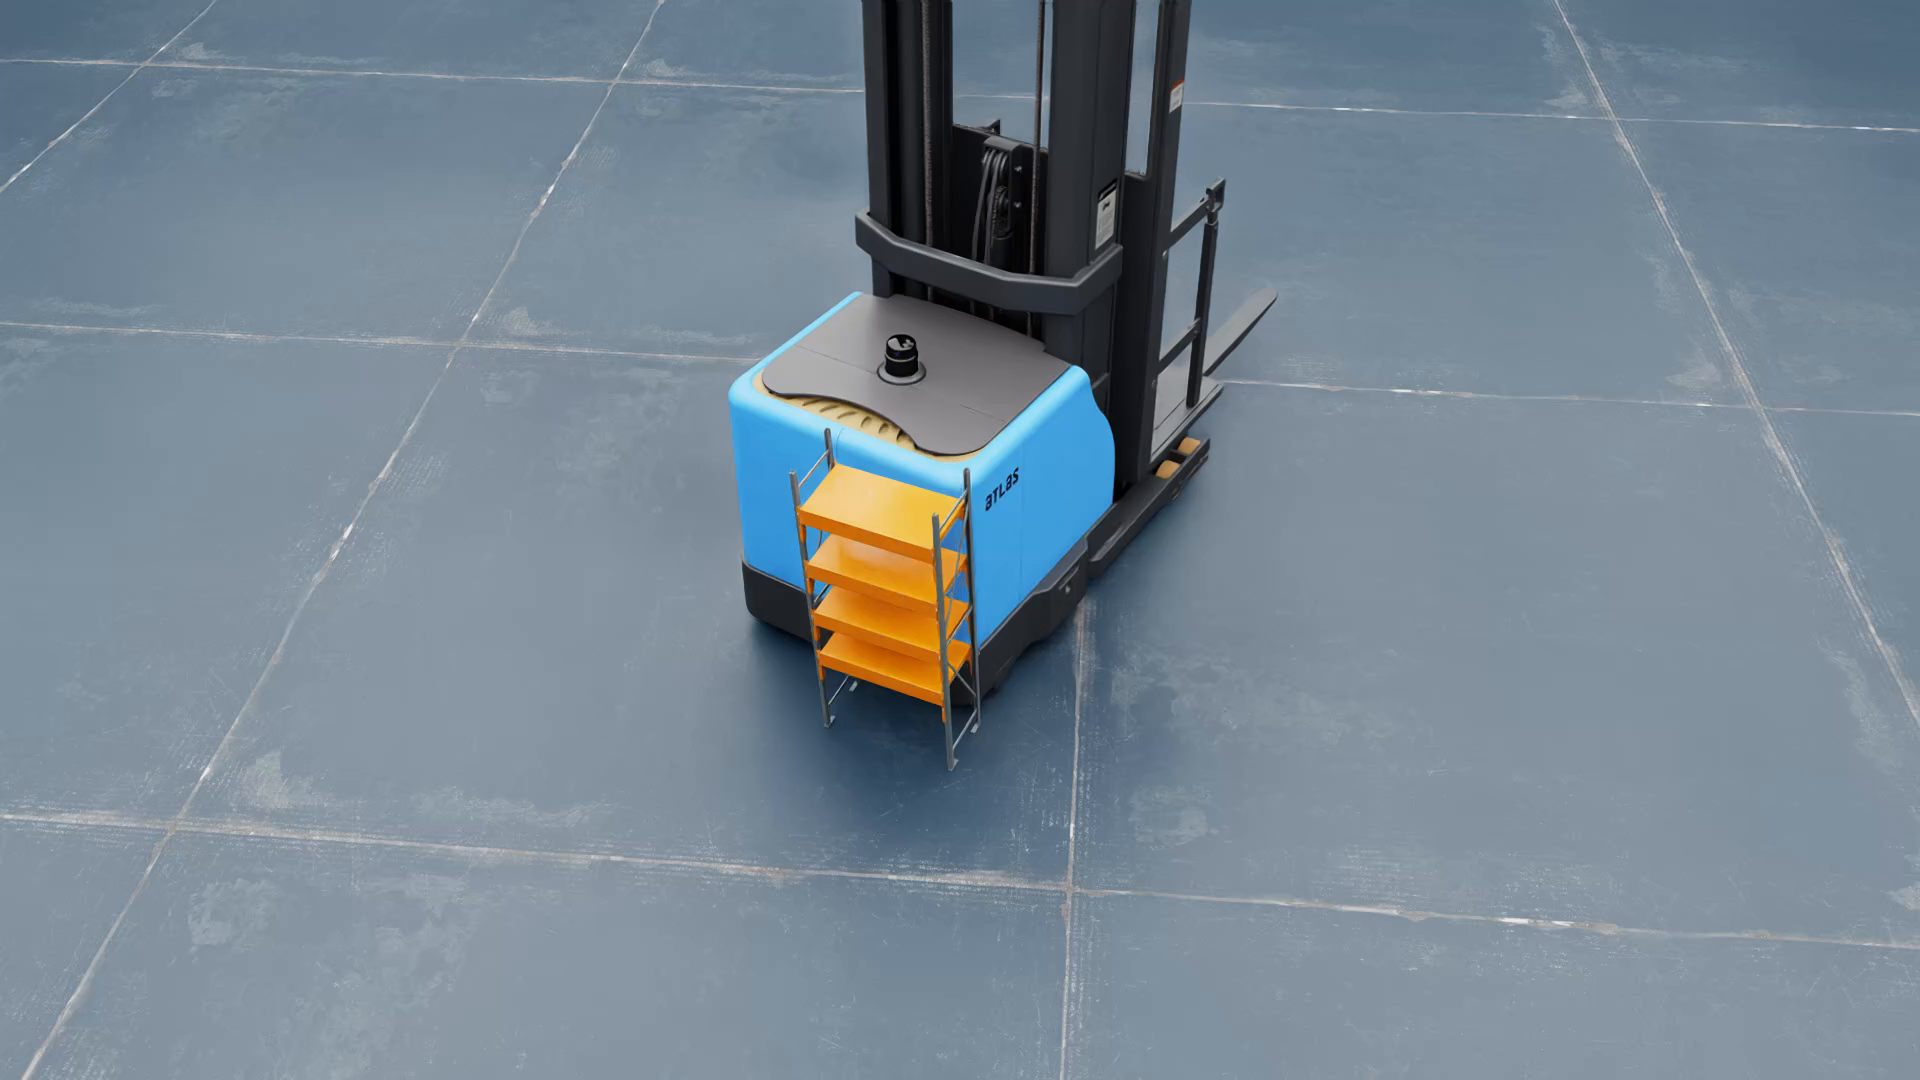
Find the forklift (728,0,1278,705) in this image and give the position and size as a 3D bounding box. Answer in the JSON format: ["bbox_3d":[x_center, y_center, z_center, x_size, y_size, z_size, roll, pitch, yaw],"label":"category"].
[{"bbox_3d":[0.403,-1.450,6.209,1.130,2.935,3.031,22,44,25],"label":"forklift"}]

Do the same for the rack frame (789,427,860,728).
[{"bbox_3d":[-0.446,0.157,5.592,0.015,1.200,0.240,17,47,20],"label":"rack frame"}]

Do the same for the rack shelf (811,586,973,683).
[{"bbox_3d":[-0.223,0.272,5.556,0.480,0.148,0.258,17,47,20],"label":"rack shelf"}]

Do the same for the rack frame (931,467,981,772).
[{"bbox_3d":[-0.005,0.289,5.429,0.015,1.200,0.240,17,47,20],"label":"rack frame"}]

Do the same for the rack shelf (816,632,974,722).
[{"bbox_3d":[-0.216,0.416,5.693,0.480,0.148,0.258,17,47,20],"label":"rack shelf"}]

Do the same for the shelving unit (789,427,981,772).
[{"bbox_3d":[-0.226,0.223,5.510,0.503,1.200,0.258,17,47,20],"label":"shelving unit"}]

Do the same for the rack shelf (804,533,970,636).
[{"bbox_3d":[-0.231,0.109,5.403,0.480,0.148,0.258,17,47,20],"label":"rack shelf"}]

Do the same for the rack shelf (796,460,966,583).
[{"bbox_3d":[-0.240,-0.063,5.241,0.480,0.148,0.258,17,47,20],"label":"rack shelf"}]
